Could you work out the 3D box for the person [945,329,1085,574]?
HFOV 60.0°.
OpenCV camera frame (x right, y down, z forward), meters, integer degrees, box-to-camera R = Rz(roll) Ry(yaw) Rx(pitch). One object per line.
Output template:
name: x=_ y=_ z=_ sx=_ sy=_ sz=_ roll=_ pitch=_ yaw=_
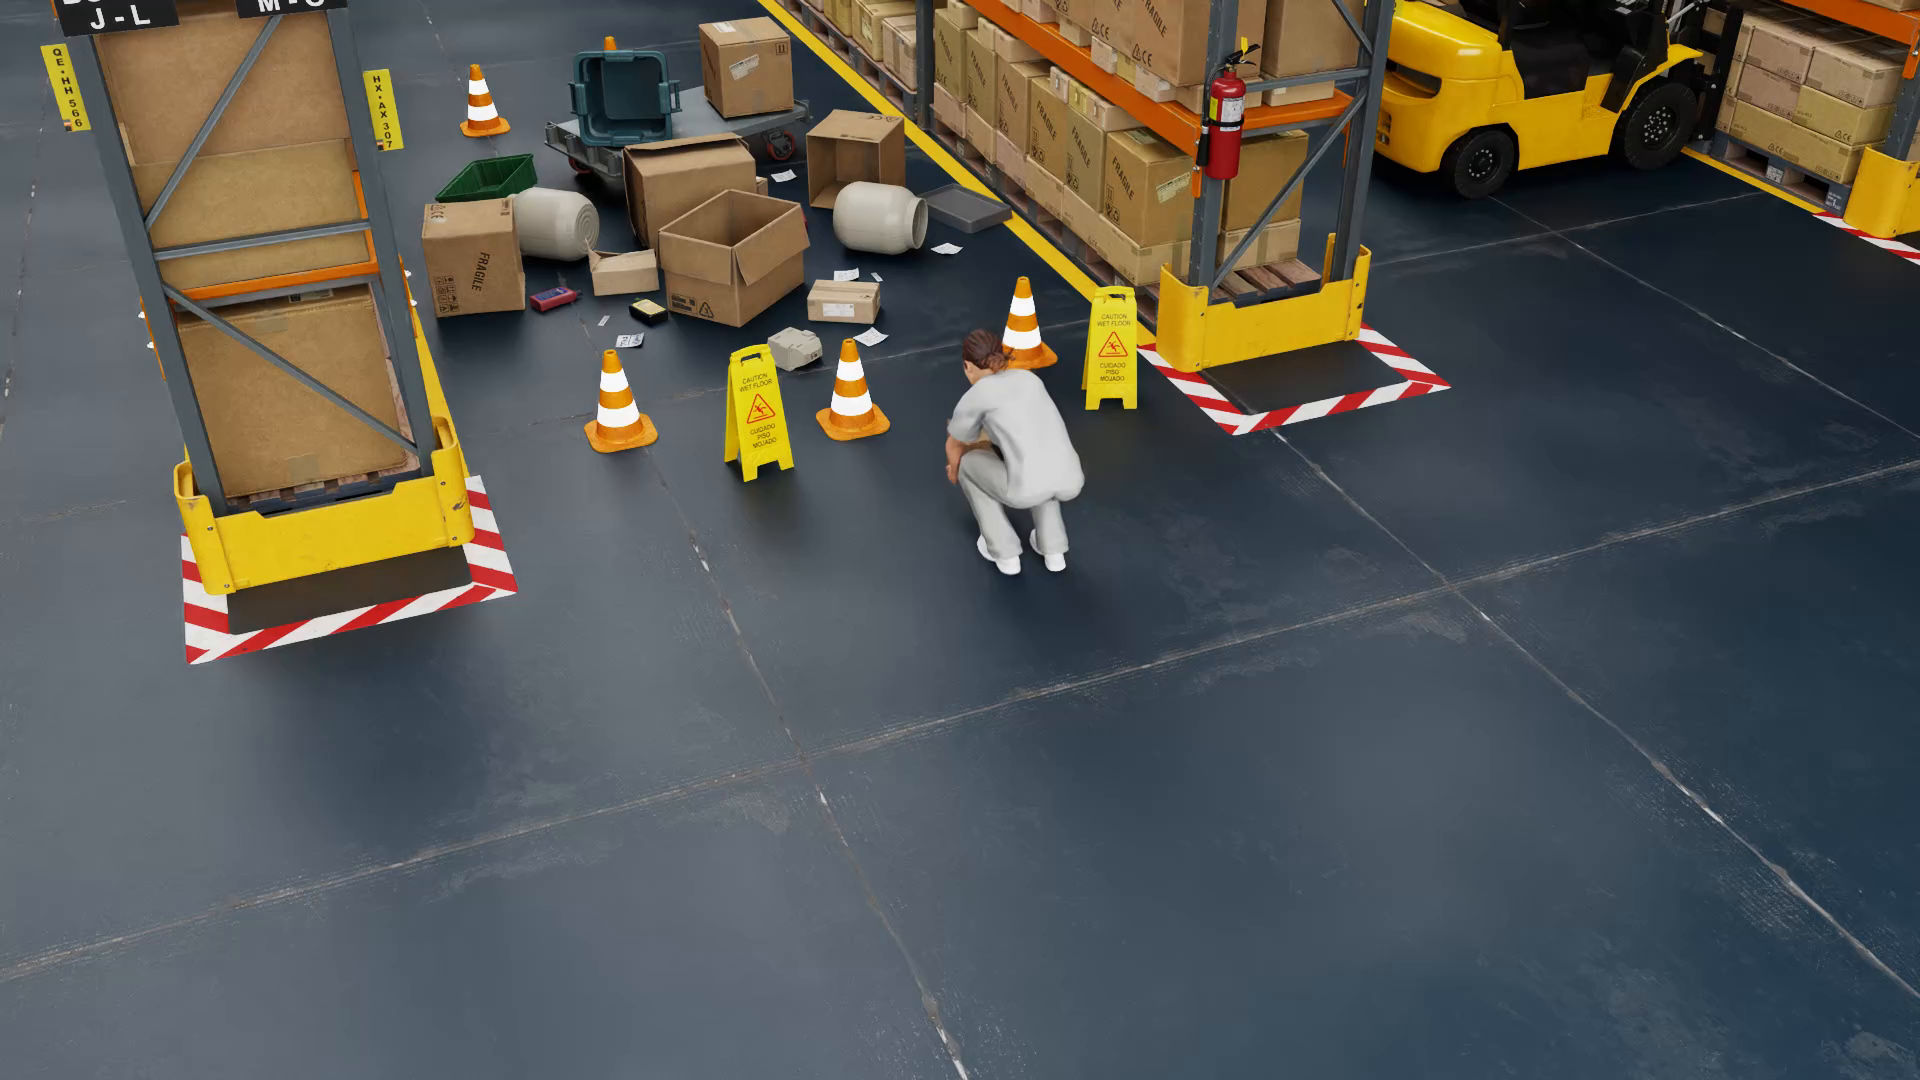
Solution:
person: x=0.226 y=-0.366 z=7.314 sx=0.486 sy=0.991 sz=0.783 roll=-13 pitch=36 yaw=-19
